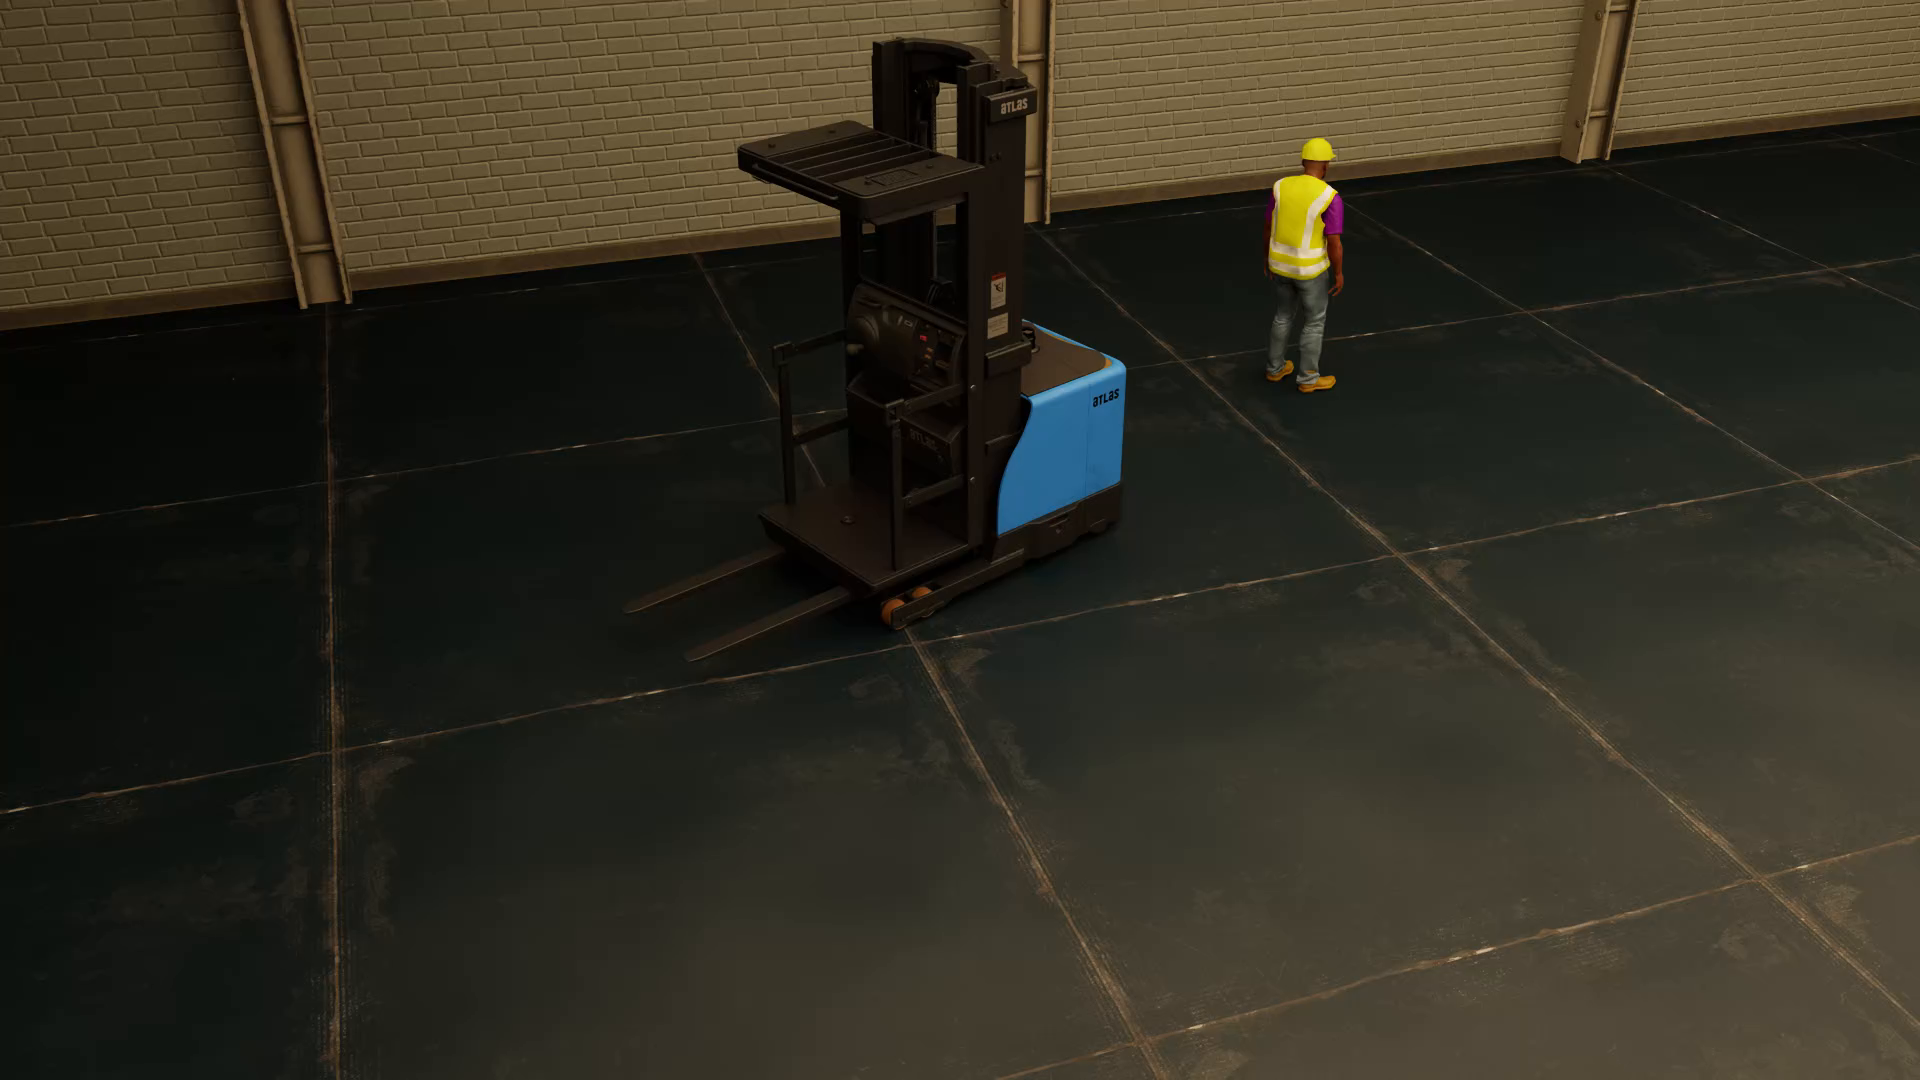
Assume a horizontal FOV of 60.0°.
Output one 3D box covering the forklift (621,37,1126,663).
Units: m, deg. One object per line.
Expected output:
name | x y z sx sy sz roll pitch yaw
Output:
forklift | -0.461 -1.072 8.951 3.031 2.935 1.130 -23 37 -34

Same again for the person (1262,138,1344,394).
person | 2.392 -1.917 11.597 0.632 1.759 0.462 26 39 37
